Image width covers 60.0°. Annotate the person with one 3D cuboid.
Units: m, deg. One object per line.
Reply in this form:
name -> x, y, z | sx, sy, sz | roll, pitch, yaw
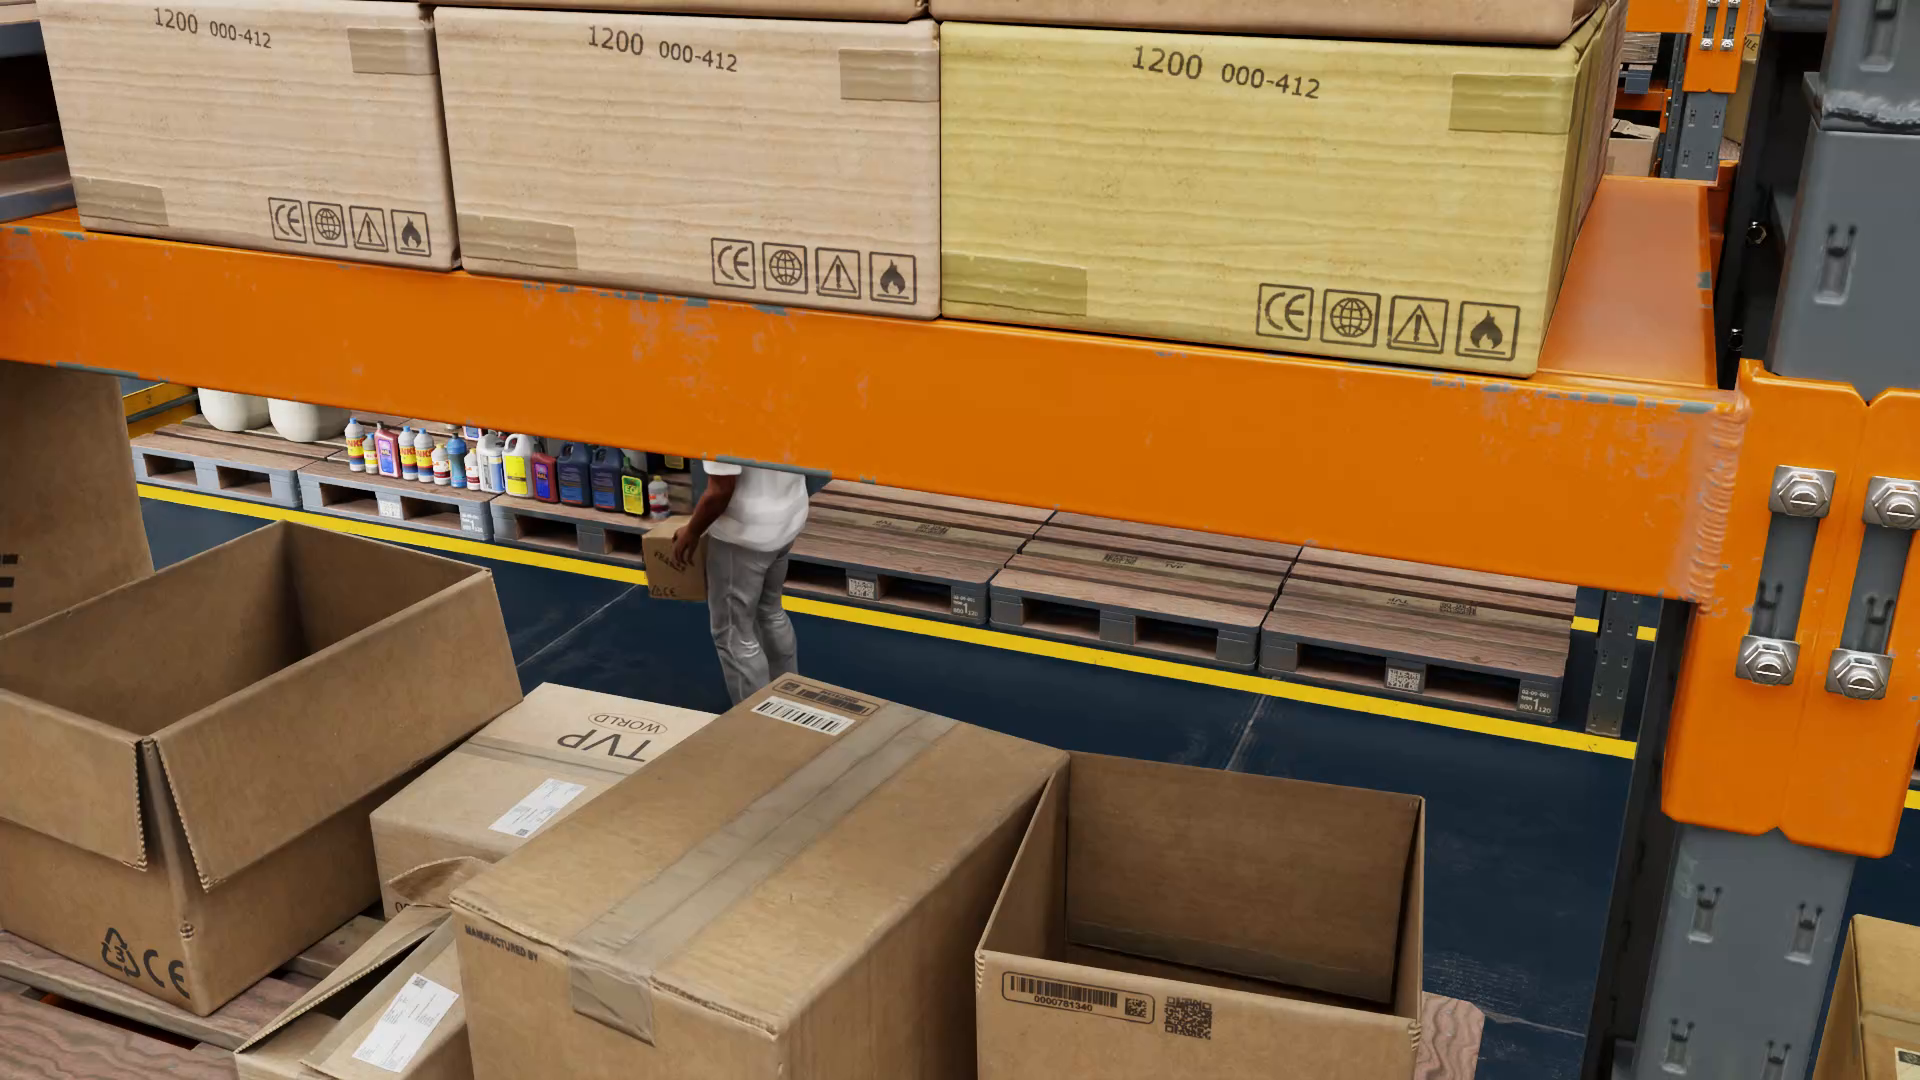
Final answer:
person -> -0.799, -0.052, 6.187 | 0.446, 1.767, 0.577 | 8, 24, 19
